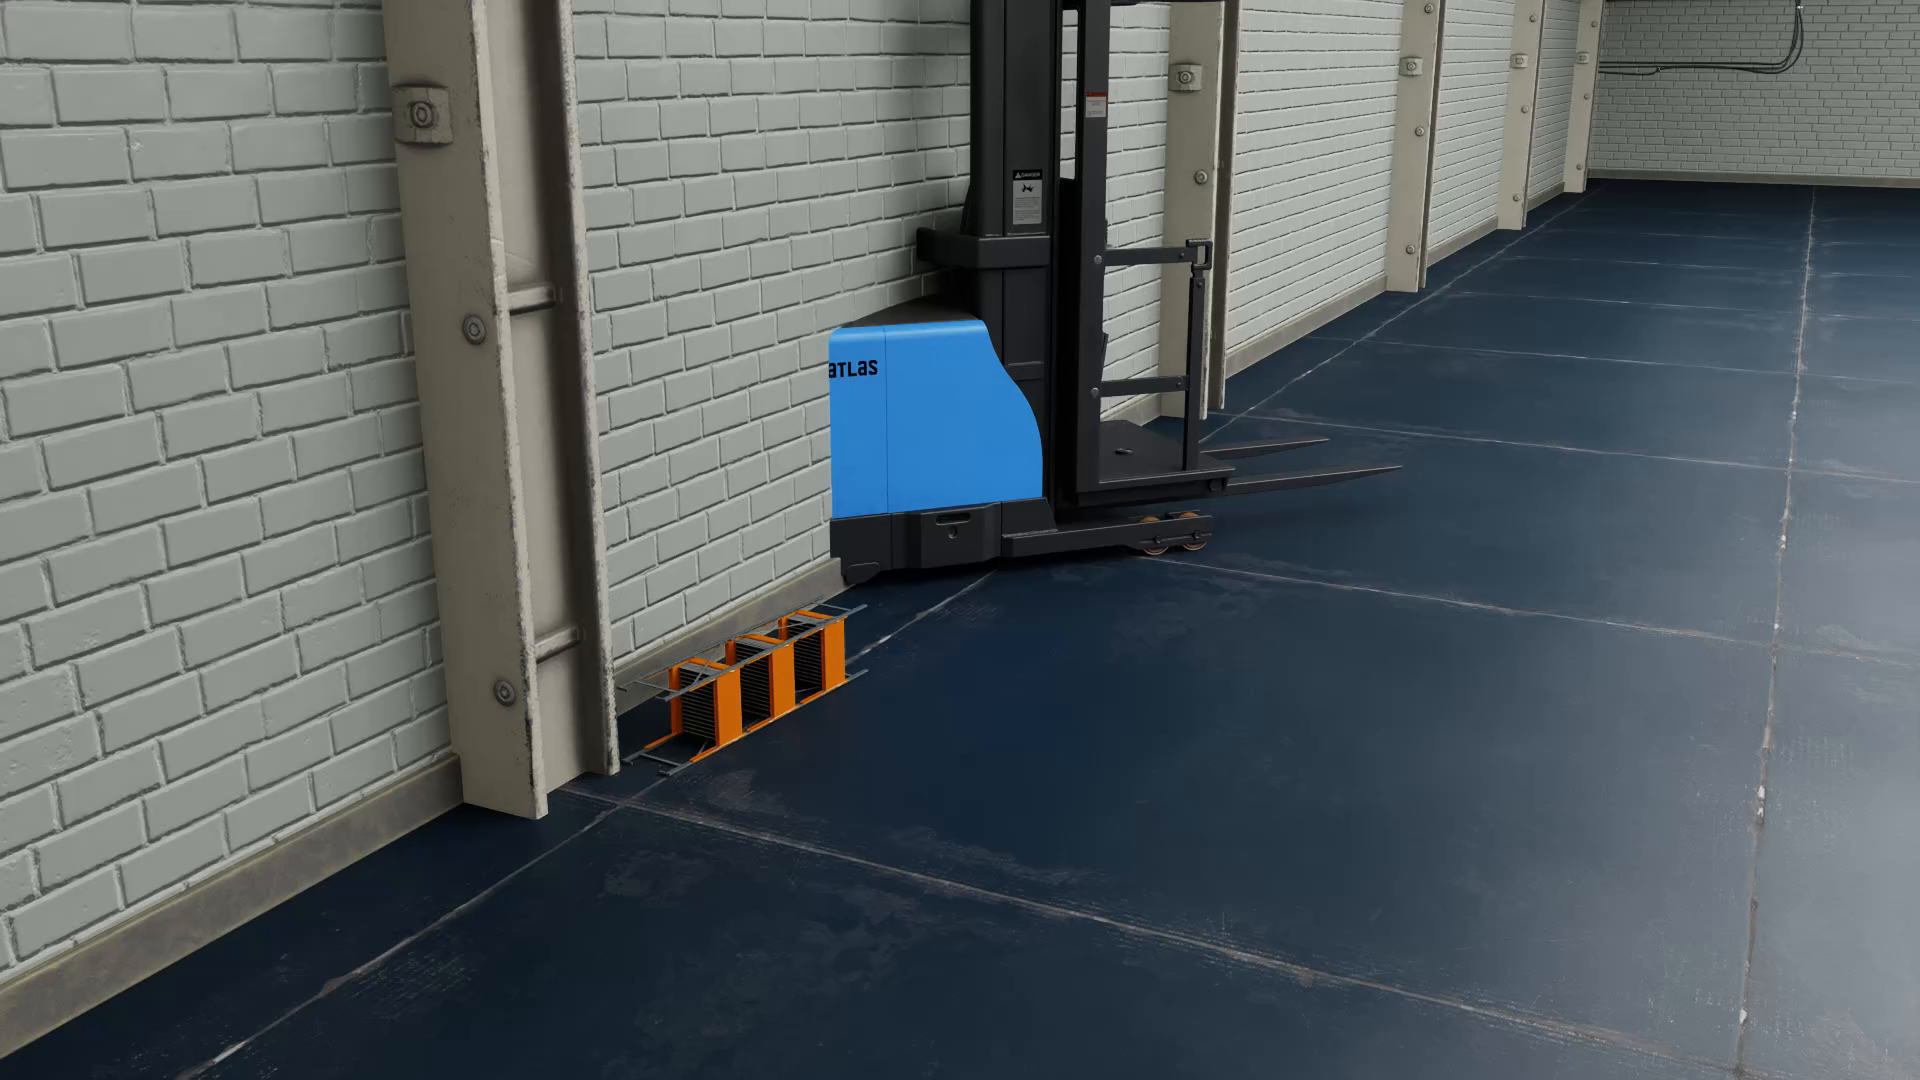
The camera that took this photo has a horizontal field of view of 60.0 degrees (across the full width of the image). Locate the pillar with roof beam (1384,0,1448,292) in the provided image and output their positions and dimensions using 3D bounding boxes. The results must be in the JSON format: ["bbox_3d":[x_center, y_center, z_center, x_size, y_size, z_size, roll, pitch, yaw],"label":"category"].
[{"bbox_3d":[7.941,-6.084,12.203,9.100,9.000,0.400,8,18,25],"label":"pillar with roof beam"}]

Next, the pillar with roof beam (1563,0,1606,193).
[{"bbox_3d":[13.303,-9.140,22.494,9.100,9.000,0.400,8,18,25],"label":"pillar with roof beam"}]

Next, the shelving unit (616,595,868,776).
[{"bbox_3d":[-0.692,0.460,5.521,0.215,0.252,1.050,10,19,31],"label":"shelving unit"}]

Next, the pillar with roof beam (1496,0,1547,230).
[{"bbox_3d":[10.622,-7.612,17.348,9.100,9.000,0.400,8,18,25],"label":"pillar with roof beam"}]

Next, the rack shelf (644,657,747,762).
[{"bbox_3d":[-0.846,0.530,5.287,0.215,0.240,0.259,10,19,31],"label":"rack shelf"}]

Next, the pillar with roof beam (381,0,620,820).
[{"bbox_3d":[2.579,-3.027,1.912,9.100,9.000,0.400,8,18,25],"label":"pillar with roof beam"}]

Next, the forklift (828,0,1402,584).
[{"bbox_3d":[0.580,-1.471,7.328,3.031,2.935,1.130,-6,18,-21],"label":"forklift"}]

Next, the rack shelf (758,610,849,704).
[{"bbox_3d":[-0.546,0.395,5.743,0.215,0.240,0.259,10,19,31],"label":"rack shelf"}]

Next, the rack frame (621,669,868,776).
[{"bbox_3d":[-0.692,0.577,5.556,0.200,0.008,1.050,10,19,31],"label":"rack frame"}]

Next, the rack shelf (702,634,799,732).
[{"bbox_3d":[-0.697,0.463,5.512,0.215,0.240,0.259,10,19,31],"label":"rack shelf"}]

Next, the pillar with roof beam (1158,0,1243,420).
[{"bbox_3d":[5.260,-4.556,7.057,9.100,9.000,0.400,8,18,25],"label":"pillar with roof beam"}]

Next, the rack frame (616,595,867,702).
[{"bbox_3d":[-0.692,0.343,5.486,0.200,0.008,1.050,10,19,31],"label":"rack frame"}]

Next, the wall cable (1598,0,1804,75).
[{"bbox_3d":[11.951,-8.782,26.740,3.097,2.526,0.112,8,18,25],"label":"wall cable"}]
